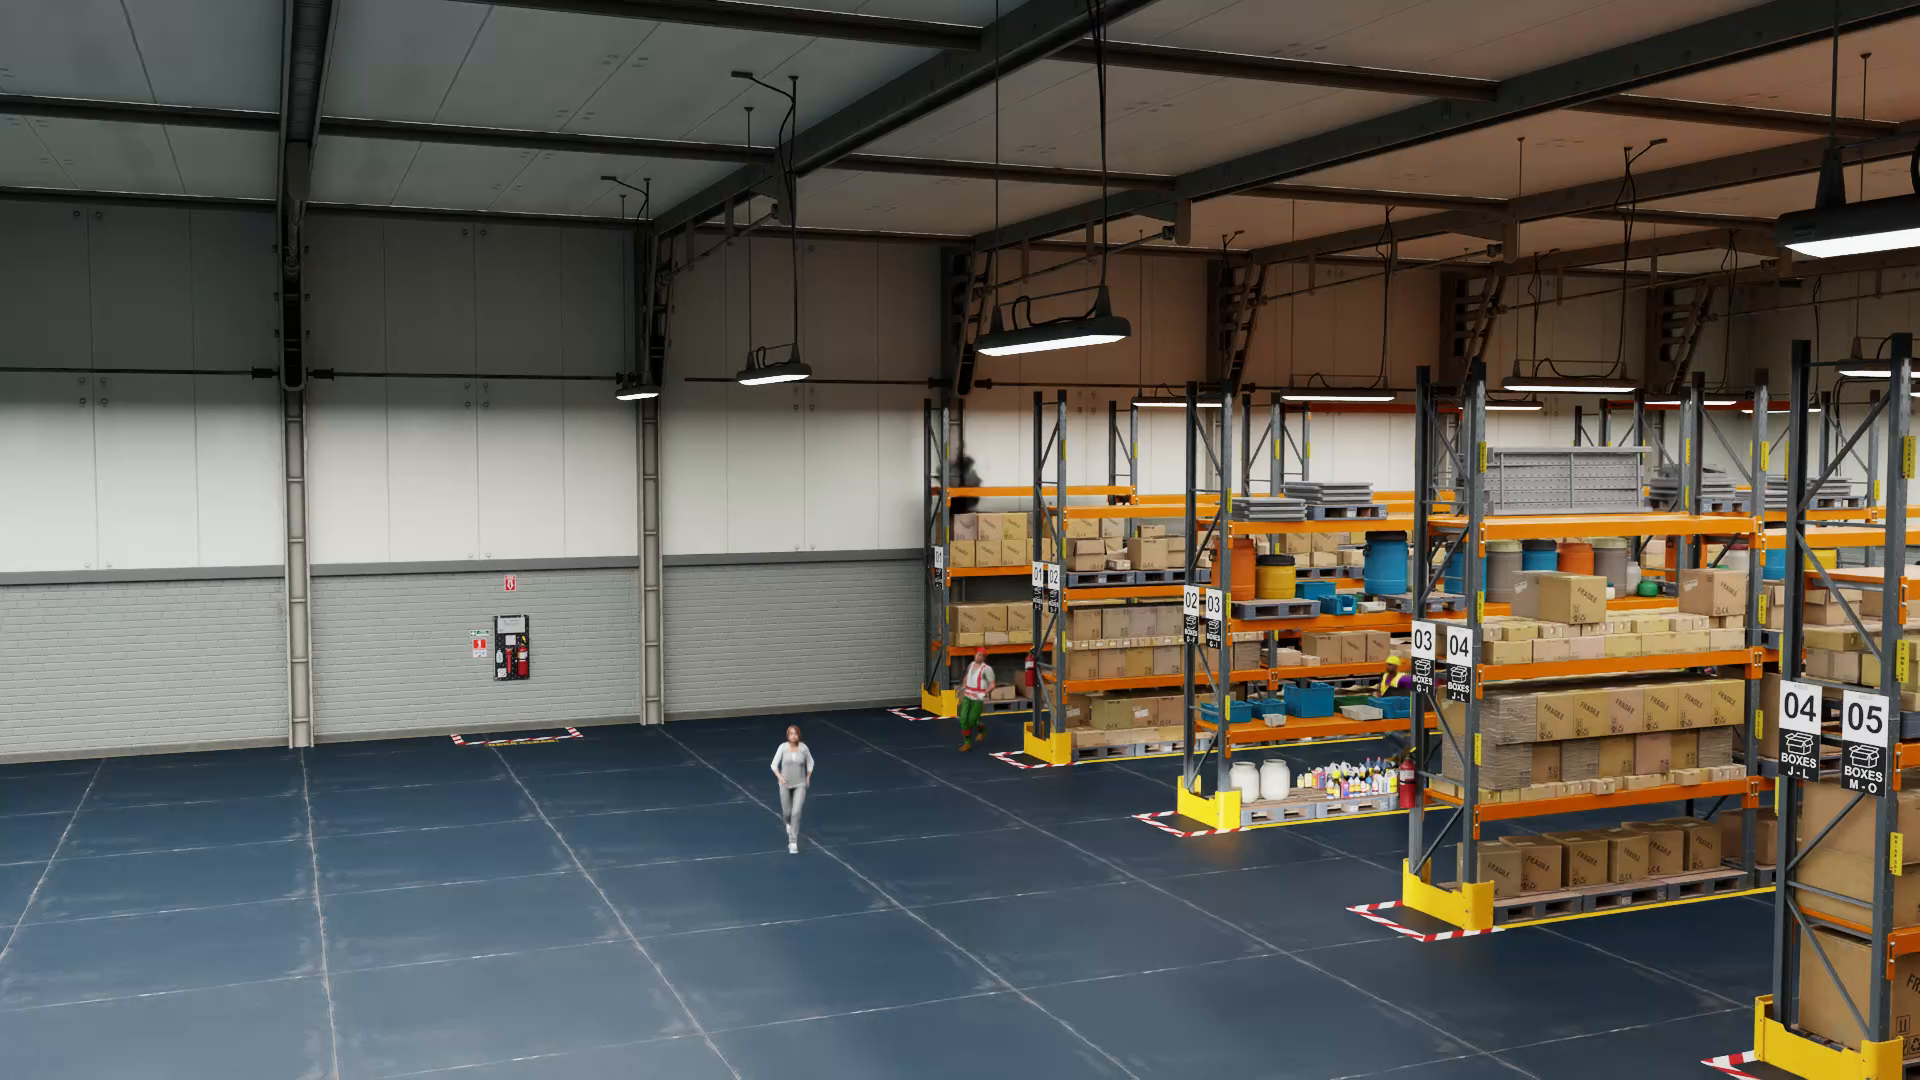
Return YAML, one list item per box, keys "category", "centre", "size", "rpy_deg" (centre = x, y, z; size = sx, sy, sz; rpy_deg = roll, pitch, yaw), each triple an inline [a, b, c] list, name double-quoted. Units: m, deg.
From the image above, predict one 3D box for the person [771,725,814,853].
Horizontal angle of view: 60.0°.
- category: "person"
  centre: [-2.131, 3.140, 21.197]
  size: [0.546, 1.583, 0.718]
  rpy_deg: [0, 3, -6]

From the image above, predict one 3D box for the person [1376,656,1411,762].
- category: "person"
  centre: [6.936, 2.722, 26.682]
  size: [0.582, 1.720, 0.733]
  rpy_deg: [-2, 4, -31]

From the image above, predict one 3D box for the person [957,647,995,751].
- category: "person"
  centre: [0.305, 2.657, 27.925]
  size: [0.710, 1.747, 0.677]
  rpy_deg: [3, 4, 39]
